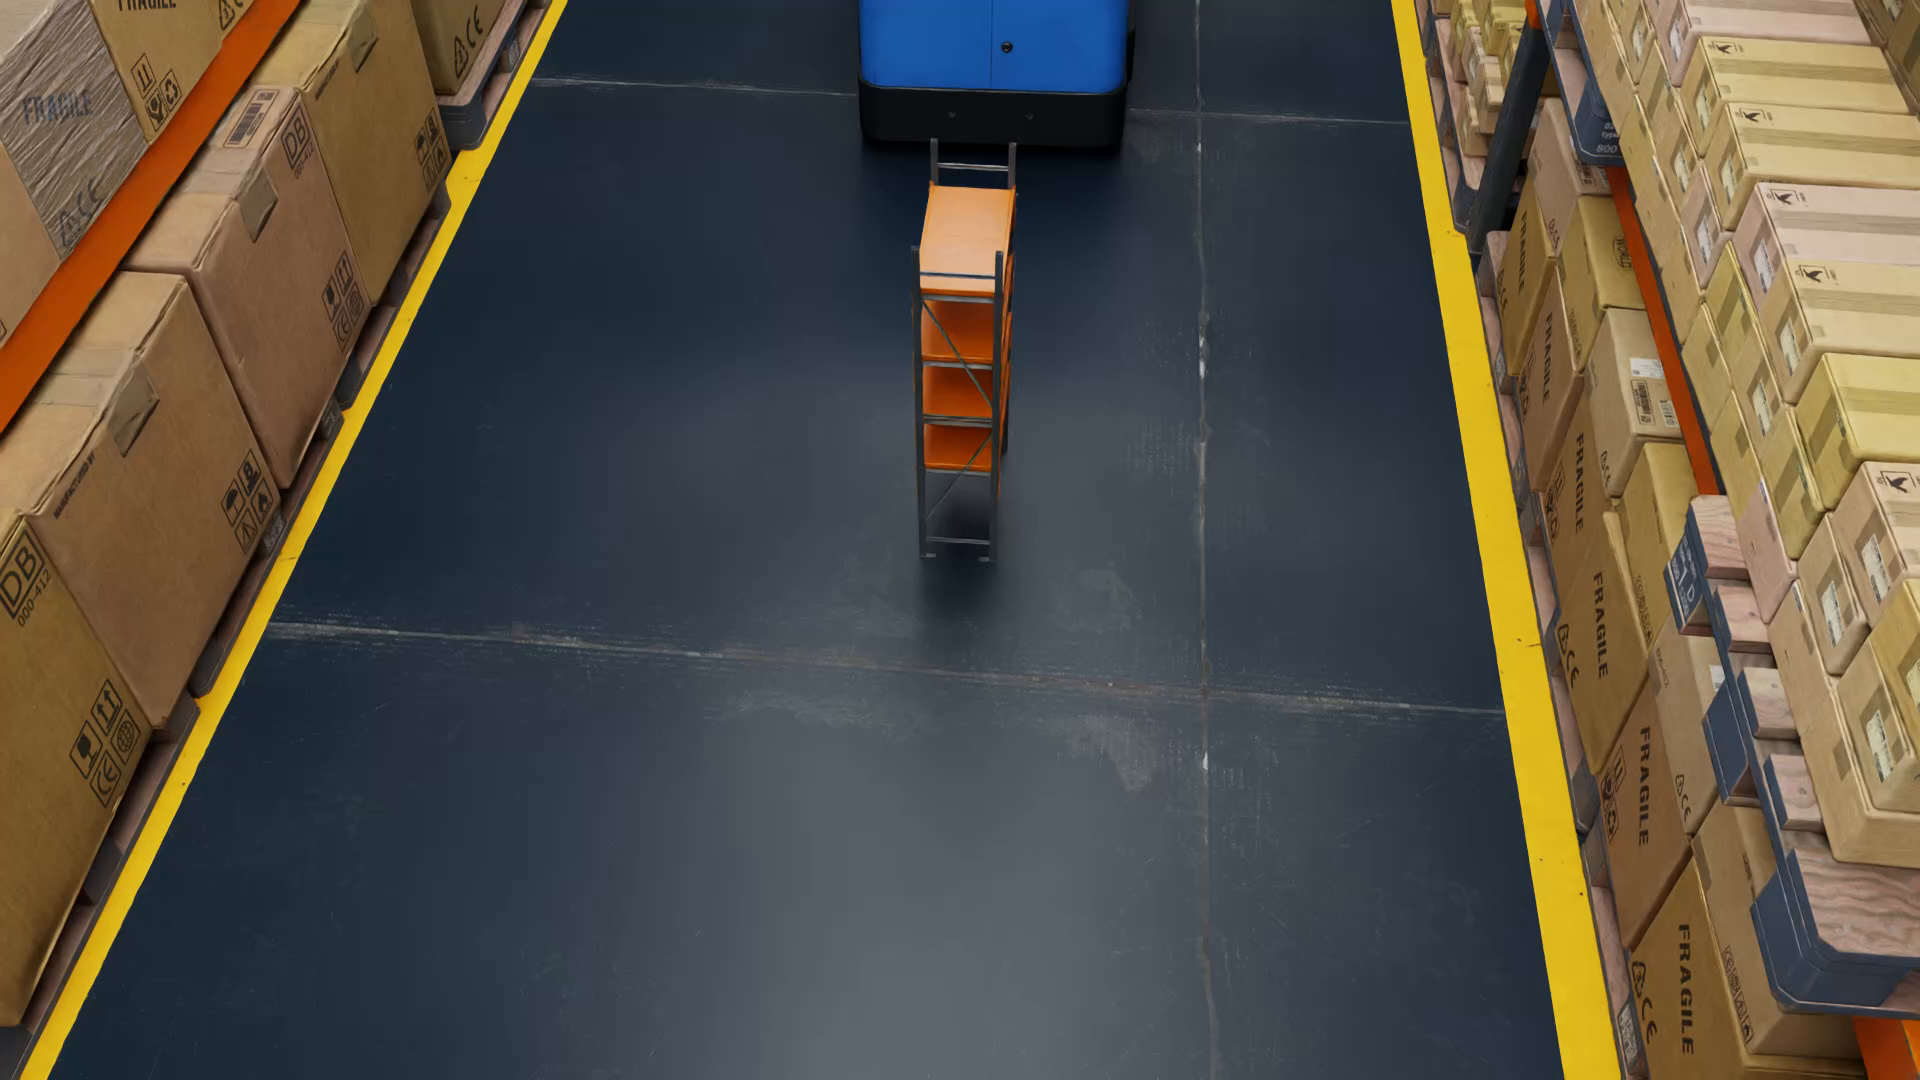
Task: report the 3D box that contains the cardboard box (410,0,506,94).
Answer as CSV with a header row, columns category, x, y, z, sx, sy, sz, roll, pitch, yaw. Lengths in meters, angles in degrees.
category,x,y,z,sx,sy,sz,roll,pitch,yaw
cardboard box,-2.383,-2.399,6.567,0.875,0.875,0.875,4,48,4

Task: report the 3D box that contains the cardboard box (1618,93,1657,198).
category,x,y,z,sx,sy,sz,roll,pitch,yaw
cardboard box,1.800,-0.926,3.949,0.380,0.149,0.250,3,48,3

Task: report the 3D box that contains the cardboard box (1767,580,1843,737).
category,x,y,z,sx,sy,sz,roll,pitch,yaw
cardboard box,1.654,0.220,2.902,0.380,0.149,0.250,4,48,3

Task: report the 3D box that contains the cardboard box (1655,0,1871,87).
category,x,y,z,sx,sy,sz,roll,pitch,yaw
cardboard box,1.797,-1.136,3.739,0.380,0.149,0.250,5,48,5

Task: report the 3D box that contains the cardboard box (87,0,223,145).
category,x,y,z,sx,sy,sz,roll,pitch,yaw
cardboard box,-2.386,-1.419,4.447,0.500,0.500,0.500,3,48,3

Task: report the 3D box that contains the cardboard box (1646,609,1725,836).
category,x,y,z,sx,sy,sz,roll,pitch,yaw
cardboard box,1.879,0.409,3.744,0.500,0.250,0.500,4,48,4

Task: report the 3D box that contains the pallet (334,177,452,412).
category,x,y,z,sx,sy,sz,roll,pitch,yaw
pallet,-2.518,-0.982,6.005,1.003,0.211,1.213,4,48,4

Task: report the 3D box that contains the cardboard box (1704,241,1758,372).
category,x,y,z,sx,sy,sz,roll,pitch,yaw
cardboard box,1.727,-0.455,3.318,0.380,0.149,0.250,4,48,3

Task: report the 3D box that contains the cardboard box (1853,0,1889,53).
category,x,y,z,sx,sy,sz,roll,pitch,yaw
cardboard box,2.497,-1.281,4.274,0.380,0.149,0.250,2,48,2

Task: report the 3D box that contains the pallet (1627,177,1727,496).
category,x,y,z,sx,sy,sz,roll,pitch,yaw
pallet,2.182,-0.540,3.841,1.003,0.211,1.213,4,48,4

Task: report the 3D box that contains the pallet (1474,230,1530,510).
category,x,y,z,sx,sy,sz,roll,pitch,yaw
pallet,2.338,-0.574,5.632,1.003,0.211,1.213,4,48,4

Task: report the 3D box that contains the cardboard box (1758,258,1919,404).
category,x,y,z,sx,sy,sz,roll,pitch,yaw
cardboard box,1.701,-0.370,3.038,0.380,0.149,0.250,5,48,5

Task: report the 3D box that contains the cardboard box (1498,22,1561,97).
category,x,y,z,sx,sy,sz,roll,pitch,yaw
cardboard box,2.181,-1.746,6.059,0.380,0.149,0.250,5,48,5

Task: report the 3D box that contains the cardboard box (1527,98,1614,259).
category,x,y,z,sx,sy,sz,roll,pitch,yaw
cardboard box,2.077,-1.113,5.136,0.500,0.250,0.500,2,48,2

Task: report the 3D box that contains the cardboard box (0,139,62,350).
category,x,y,z,sx,sy,sz,roll,pitch,yaw
cardboard box,-2.484,-0.684,3.775,0.500,0.500,0.500,3,48,3

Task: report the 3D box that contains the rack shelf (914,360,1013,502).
category,x,y,z,sx,sy,sz,roll,pitch,yaw
rack shelf,0.015,-0.347,5.115,0.258,0.148,0.480,4,48,4

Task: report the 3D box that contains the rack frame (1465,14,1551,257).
category,x,y,z,sx,sy,sz,roll,pitch,yaw
rack frame,2.407,-2.087,5.126,1.000,3.000,0.127,4,48,4

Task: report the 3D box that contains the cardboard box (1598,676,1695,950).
category,x,y,z,sx,sy,sz,roll,pitch,yaw
cardboard box,1.893,0.672,4.012,0.500,0.500,0.500,6,48,5

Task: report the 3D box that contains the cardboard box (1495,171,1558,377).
category,x,y,z,sx,sy,sz,roll,pitch,yaw
cardboard box,2.076,-0.860,5.413,0.500,0.500,0.500,6,48,5

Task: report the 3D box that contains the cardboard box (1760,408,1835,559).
category,x,y,z,sx,sy,sz,roll,pitch,yaw
cardboard box,1.678,-0.088,2.982,0.380,0.149,0.250,5,48,4

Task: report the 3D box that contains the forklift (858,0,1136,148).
category,x,y,z,sx,sy,sz,roll,pitch,yaw
forklift,0.207,-3.624,6.578,1.130,2.935,3.031,2,48,2

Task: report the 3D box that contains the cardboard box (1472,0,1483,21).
category,x,y,z,sx,sy,sz,roll,pitch,yaw
cardboard box,2.180,-2.120,6.401,0.380,0.149,0.250,3,48,3

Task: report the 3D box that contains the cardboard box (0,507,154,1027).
category,x,y,z,sx,sy,sz,roll,pitch,yaw
cardboard box,-2.804,0.514,3.902,1.225,0.875,0.875,2,48,2

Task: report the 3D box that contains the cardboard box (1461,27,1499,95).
category,x,y,z,sx,sy,sz,roll,pitch,yaw
cardboard box,2.132,-1.820,6.327,0.380,0.149,0.250,2,48,2

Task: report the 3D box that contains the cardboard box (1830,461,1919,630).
category,x,y,z,sx,sy,sz,roll,pitch,yaw
cardboard box,1.656,0.019,2.682,0.380,0.149,0.250,3,48,3

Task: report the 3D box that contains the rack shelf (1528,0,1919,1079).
category,x,y,z,sx,sy,sz,roll,pitch,yaw
rack shelf,2.225,-0.375,4.047,1.077,0.370,4.000,4,48,4

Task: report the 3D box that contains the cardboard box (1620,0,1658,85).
category,x,y,z,sx,sy,sz,roll,pitch,yaw
cardboard box,1.823,-1.216,4.014,0.380,0.149,0.250,6,48,5

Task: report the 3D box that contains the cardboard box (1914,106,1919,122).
category,x,y,z,sx,sy,sz,roll,pitch,yaw
cardboard box,2.453,-0.881,3.909,0.380,0.149,0.250,6,48,5

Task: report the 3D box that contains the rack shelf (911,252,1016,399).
category,x,y,z,sx,sy,sz,roll,pitch,yaw
rack shelf,0.015,-0.632,4.803,0.258,0.148,0.480,4,48,4

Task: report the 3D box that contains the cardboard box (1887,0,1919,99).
category,x,y,z,sx,sy,sz,roll,pitch,yaw
cardboard box,2.474,-1.171,3.972,0.380,0.149,0.250,2,48,2

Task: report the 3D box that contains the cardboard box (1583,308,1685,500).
category,x,y,z,sx,sy,sz,roll,pitch,yaw
cardboard box,1.980,-0.347,4.436,0.500,0.250,0.500,6,48,5

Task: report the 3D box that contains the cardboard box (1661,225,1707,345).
category,x,y,z,sx,sy,sz,roll,pitch,yaw
cardboard box,1.752,-0.540,3.597,0.380,0.149,0.250,5,48,5

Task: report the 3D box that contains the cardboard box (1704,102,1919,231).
category,x,y,z,sx,sy,sz,roll,pitch,yaw
cardboard box,1.751,-0.746,3.382,0.380,0.149,0.250,6,48,5

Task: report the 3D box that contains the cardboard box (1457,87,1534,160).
category,x,y,z,sx,sy,sz,roll,pitch,yaw
cardboard box,2.104,-1.578,6.308,0.380,0.149,0.250,4,48,4

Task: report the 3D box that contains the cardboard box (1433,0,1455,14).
category,x,y,z,sx,sy,sz,roll,pitch,yaw
cardboard box,2.198,-2.338,7.003,0.380,0.149,0.250,4,48,3

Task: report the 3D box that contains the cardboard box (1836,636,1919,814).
category,x,y,z,sx,sy,sz,roll,pitch,yaw
cardboard box,1.634,0.301,2.626,0.380,0.149,0.250,5,48,4

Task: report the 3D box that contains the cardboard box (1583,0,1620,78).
category,x,y,z,sx,sy,sz,roll,pitch,yaw
cardboard box,1.843,-1.313,4.304,0.380,0.149,0.250,4,48,4

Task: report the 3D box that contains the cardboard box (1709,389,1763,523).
category,x,y,z,sx,sy,sz,roll,pitch,yaw
cardboard box,1.704,-0.152,3.242,0.380,0.149,0.250,3,48,3

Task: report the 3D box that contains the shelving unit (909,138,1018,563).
category,x,y,z,sx,sy,sz,roll,pitch,yaw
shelving unit,0.015,-0.527,4.919,0.258,1.200,0.503,4,48,4

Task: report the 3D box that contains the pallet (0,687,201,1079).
category,x,y,z,sx,sy,sz,roll,pitch,yaw
pallet,-2.740,0.811,4.365,1.003,0.211,1.213,4,48,4

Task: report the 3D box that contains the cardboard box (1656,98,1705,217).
category,x,y,z,sx,sy,sz,roll,pitch,yaw
cardboard box,1.773,-0.836,3.666,0.380,0.149,0.250,3,48,3

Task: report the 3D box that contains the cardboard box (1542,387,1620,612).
category,x,y,z,sx,sy,sz,roll,pitch,yaw
cardboard box,1.995,-0.085,4.705,0.500,0.500,0.500,5,48,4

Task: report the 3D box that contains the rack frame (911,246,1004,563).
category,x,y,z,sx,sy,sz,roll,pitch,yaw
rack frame,-0.007,-0.347,4.755,0.240,1.200,0.015,4,48,4

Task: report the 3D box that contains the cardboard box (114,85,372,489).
category,x,y,z,sx,sy,sz,roll,pitch,yaw
cardboard box,-2.642,-0.791,5.096,1.225,0.875,0.875,2,48,2

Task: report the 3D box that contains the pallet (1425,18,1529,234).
category,x,y,z,sx,sy,sz,roll,pitch,yaw
pallet,2.433,-1.642,6.609,1.003,0.211,1.213,4,48,4

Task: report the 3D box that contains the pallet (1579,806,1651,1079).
category,x,y,z,sx,sy,sz,roll,pitch,yaw
pallet,2.115,1.219,3.992,1.003,0.211,1.213,4,48,4
